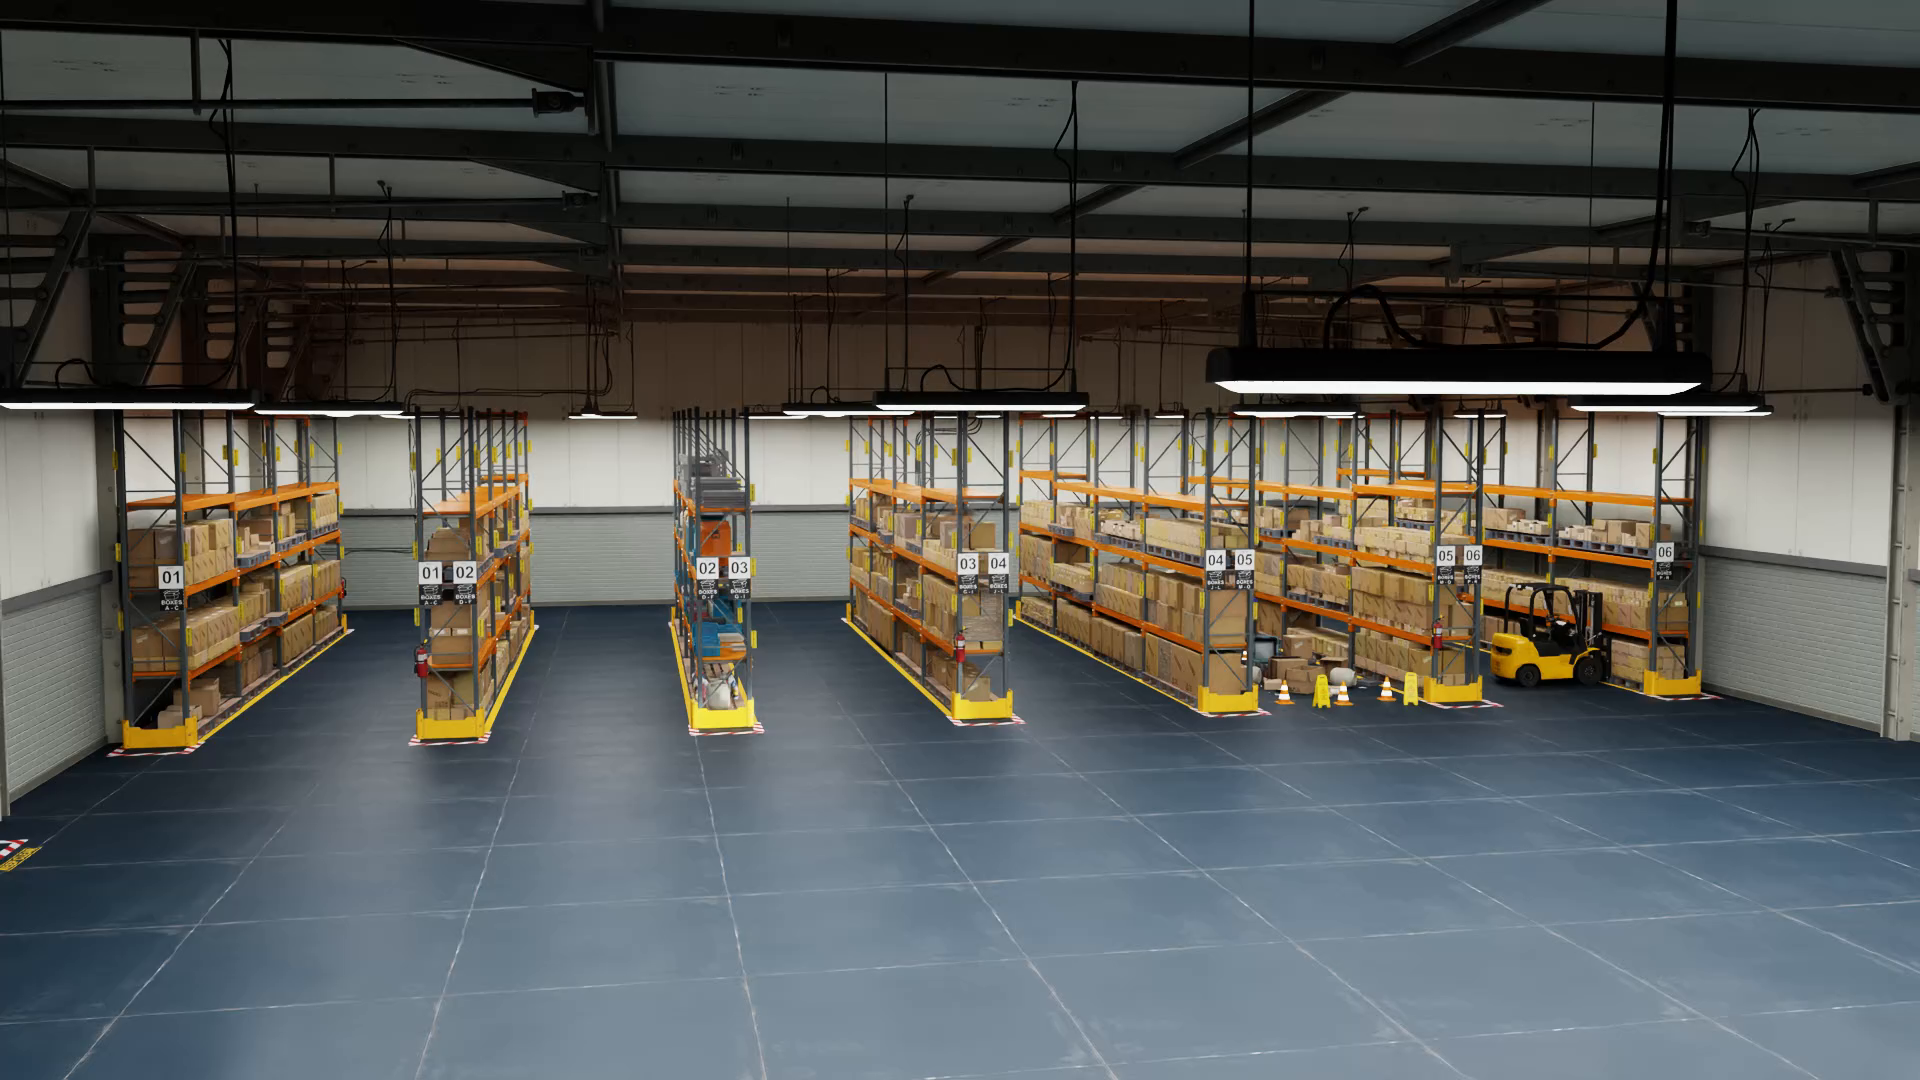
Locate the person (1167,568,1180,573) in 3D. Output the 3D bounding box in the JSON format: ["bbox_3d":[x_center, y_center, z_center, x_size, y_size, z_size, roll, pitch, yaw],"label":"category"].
[{"bbox_3d":[6.066,1.485,47.560,0.574,1.811,0.401,-3,5,-39],"label":"person"}]

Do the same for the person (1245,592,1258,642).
[{"bbox_3d":[7.174,2.008,40.991,0.444,1.605,0.503,4,6,45],"label":"person"}]
